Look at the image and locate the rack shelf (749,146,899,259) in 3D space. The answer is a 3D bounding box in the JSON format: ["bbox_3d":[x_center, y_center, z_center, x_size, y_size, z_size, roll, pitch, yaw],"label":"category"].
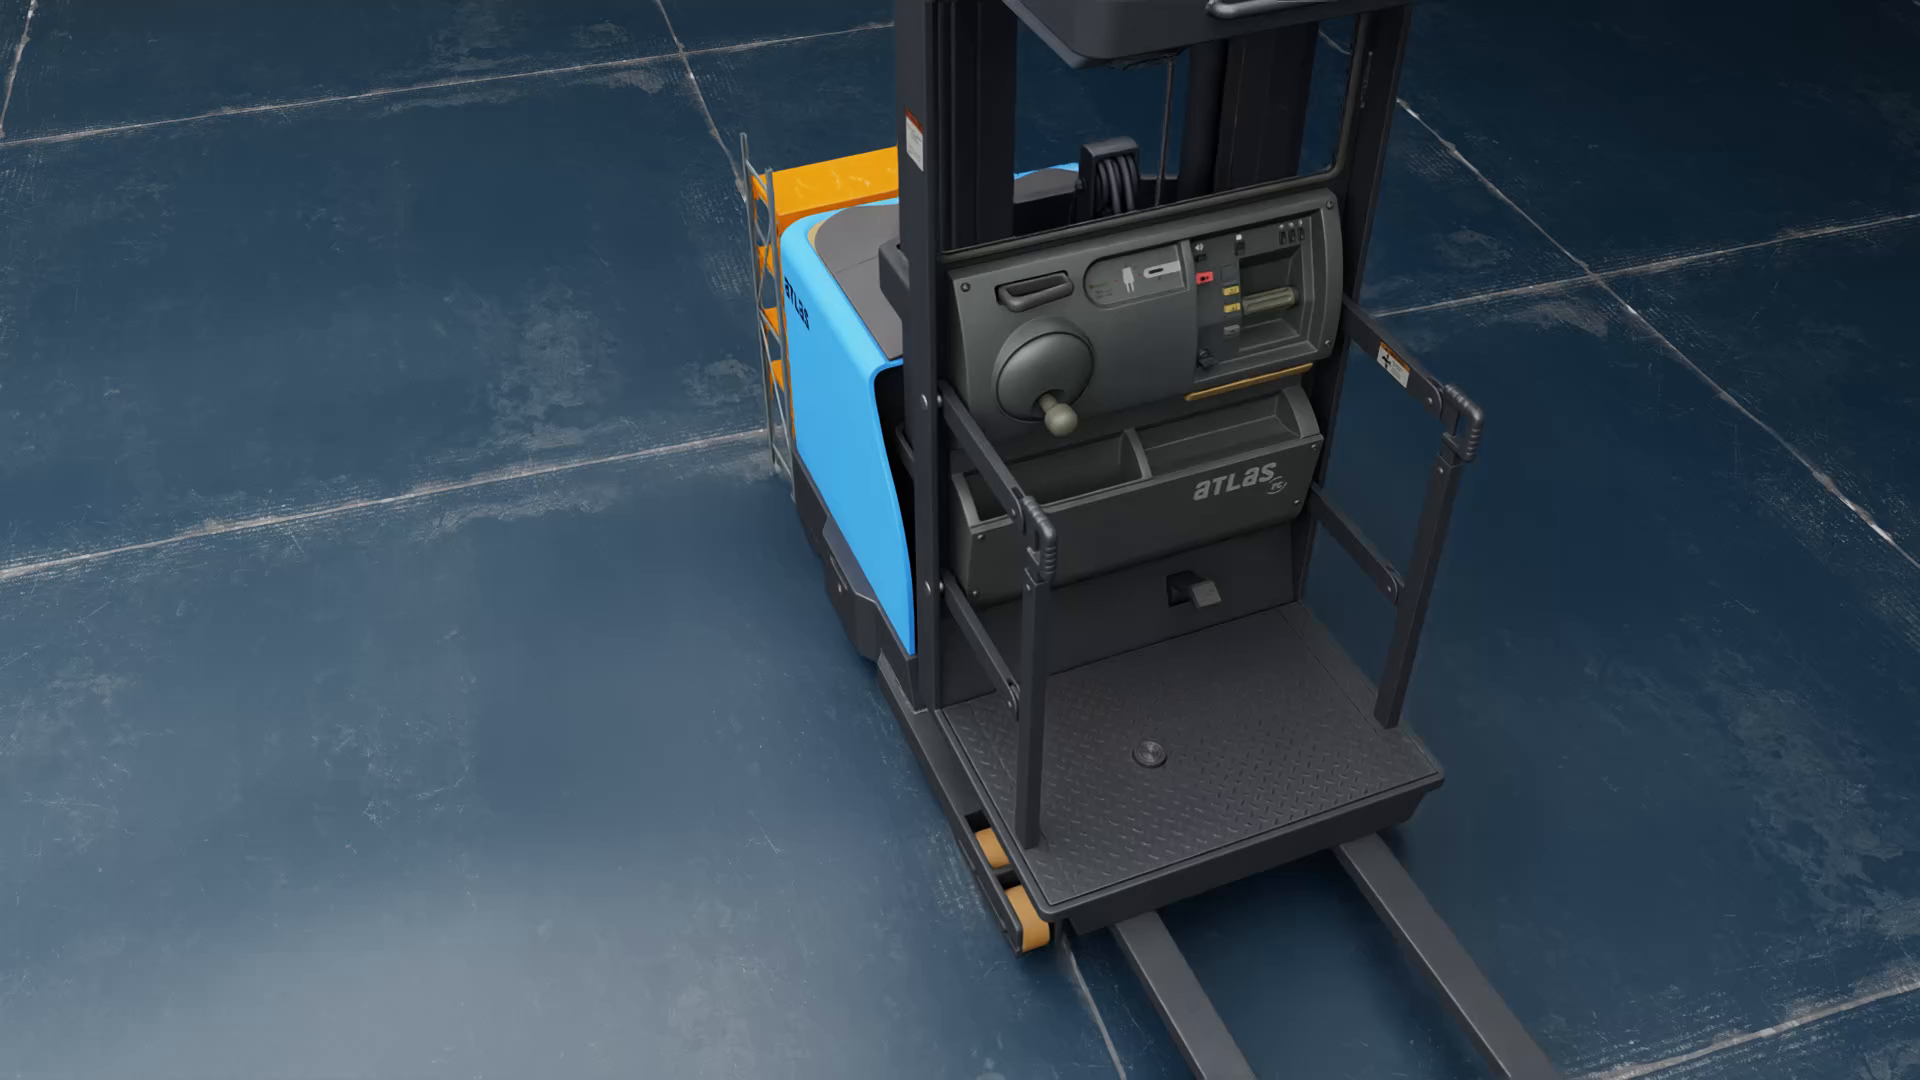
[{"bbox_3d":[-0.352,-1.002,4.888,0.480,0.148,0.258,-16,44,-18],"label":"rack shelf"}]

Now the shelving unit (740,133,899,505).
[{"bbox_3d":[-0.352,-0.706,5.146,0.503,1.200,0.258,-16,44,-18],"label":"shelving unit"}]

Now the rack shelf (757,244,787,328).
[{"bbox_3d":[-0.352,-0.824,5.044,0.480,0.148,0.258,-16,44,-18],"label":"rack shelf"}]

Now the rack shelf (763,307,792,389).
[{"bbox_3d":[-0.352,-0.656,5.191,0.480,0.148,0.258,-16,44,-18],"label":"rack shelf"}]

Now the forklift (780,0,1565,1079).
[{"bbox_3d":[0.510,-0.415,3.497,1.130,2.935,3.031,-15,43,-17],"label":"forklift"}]

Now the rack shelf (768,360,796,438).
[{"bbox_3d":[-0.352,-0.506,5.321,0.480,0.148,0.258,-16,44,-18],"label":"rack shelf"}]

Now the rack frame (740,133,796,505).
[{"bbox_3d":[-0.574,-0.641,5.071,0.015,1.200,0.240,-16,44,-18],"label":"rack frame"}]
